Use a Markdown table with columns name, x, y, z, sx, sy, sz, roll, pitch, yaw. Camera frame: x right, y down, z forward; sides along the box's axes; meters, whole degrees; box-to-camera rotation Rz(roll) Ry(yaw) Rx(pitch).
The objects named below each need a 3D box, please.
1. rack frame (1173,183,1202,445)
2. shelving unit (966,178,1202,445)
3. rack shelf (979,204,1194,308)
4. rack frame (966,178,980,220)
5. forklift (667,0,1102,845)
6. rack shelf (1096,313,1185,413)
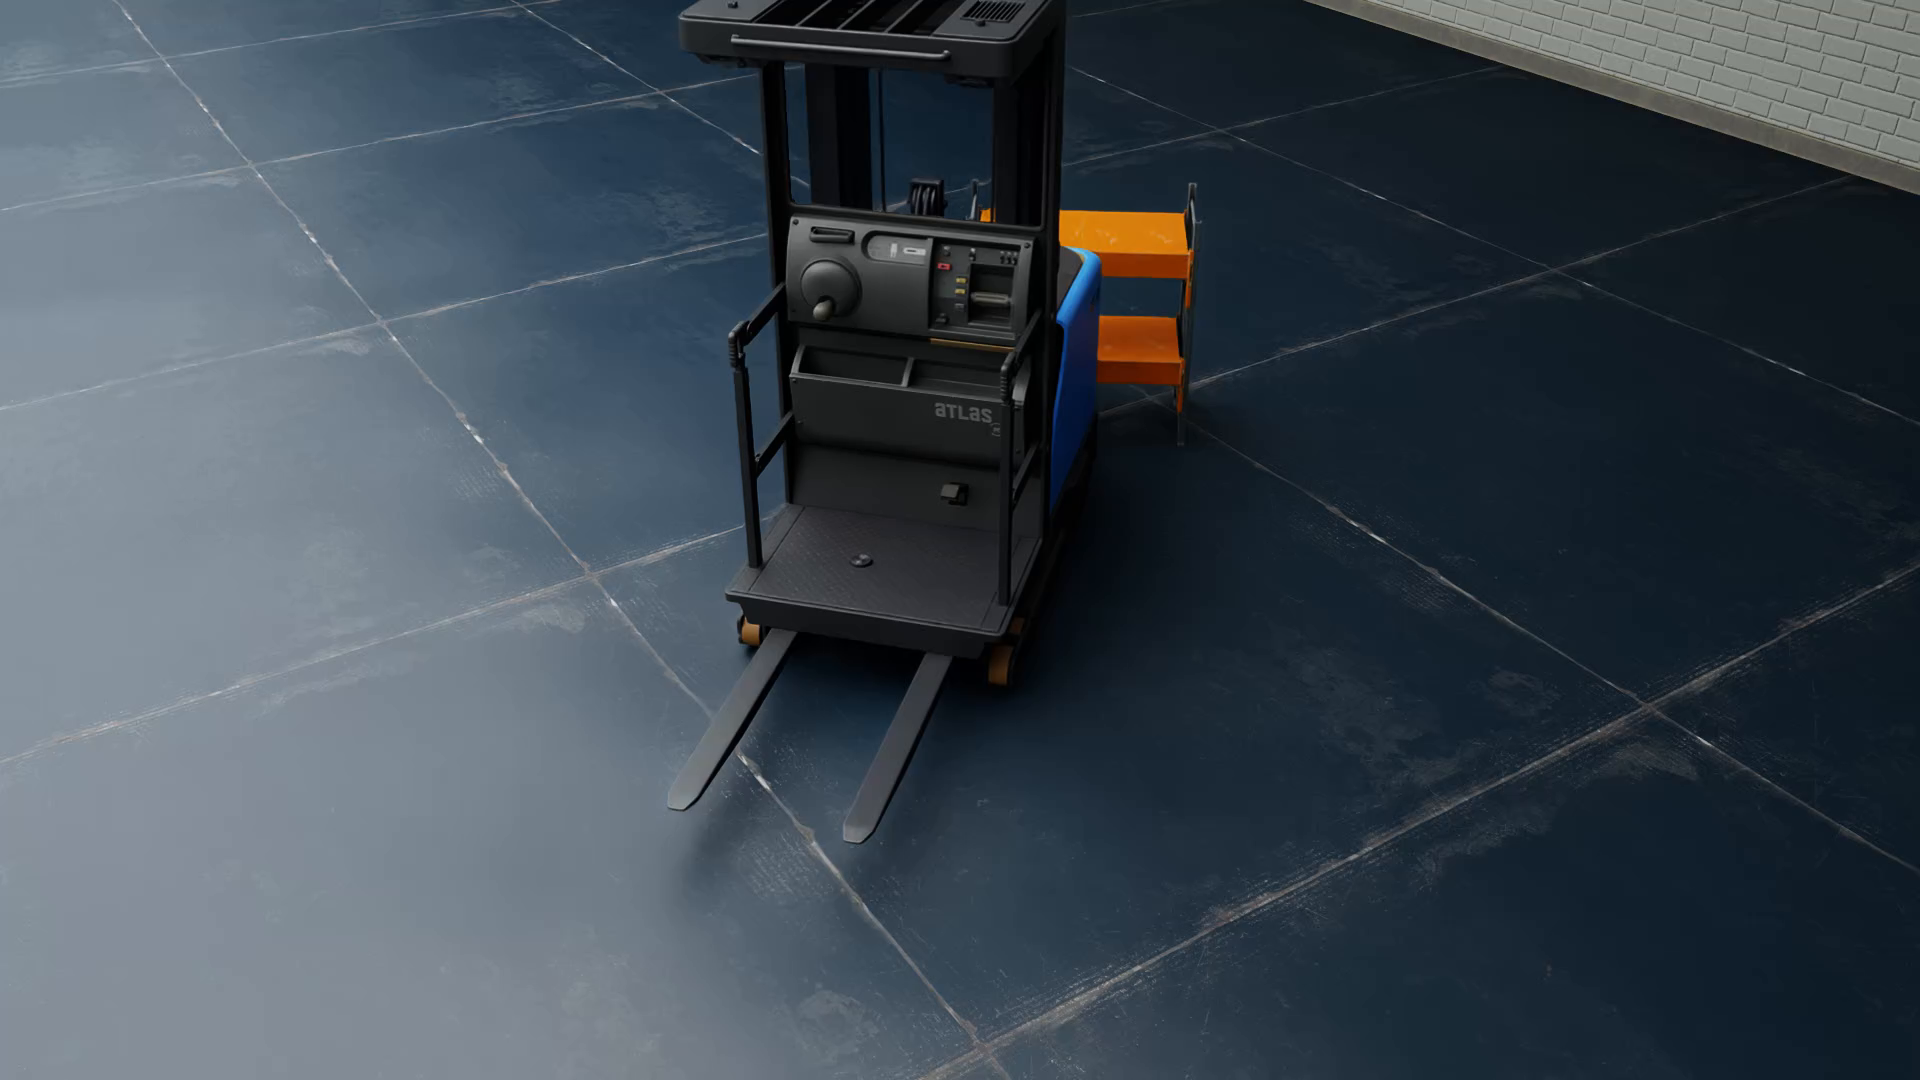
| name | x | y | z | sx | sy | sz | roll | pitch | yaw |
| --- | --- | --- | --- | --- | --- | --- | --- | --- | --- |
| rack frame | 1.074 | -1.064 | 7.882 | 0.032 | 1.125 | 0.500 | 2 | 32 | 3 |
| shelving unit | 0.567 | -1.082 | 7.912 | 1.048 | 1.125 | 0.538 | 2 | 32 | 3 |
| rack shelf | 0.567 | -1.330 | 7.756 | 1.000 | 0.278 | 0.538 | 2 | 32 | 3 |
| rack frame | 0.060 | -1.101 | 7.941 | 0.032 | 1.125 | 0.500 | 2 | 32 | 3 |
| forklift | -0.244 | -0.908 | 5.943 | 1.130 | 2.935 | 3.031 | 8 | 33 | 13 |
| rack shelf | 0.567 | -0.876 | 8.042 | 1.000 | 0.278 | 0.538 | 2 | 32 | 3 |
